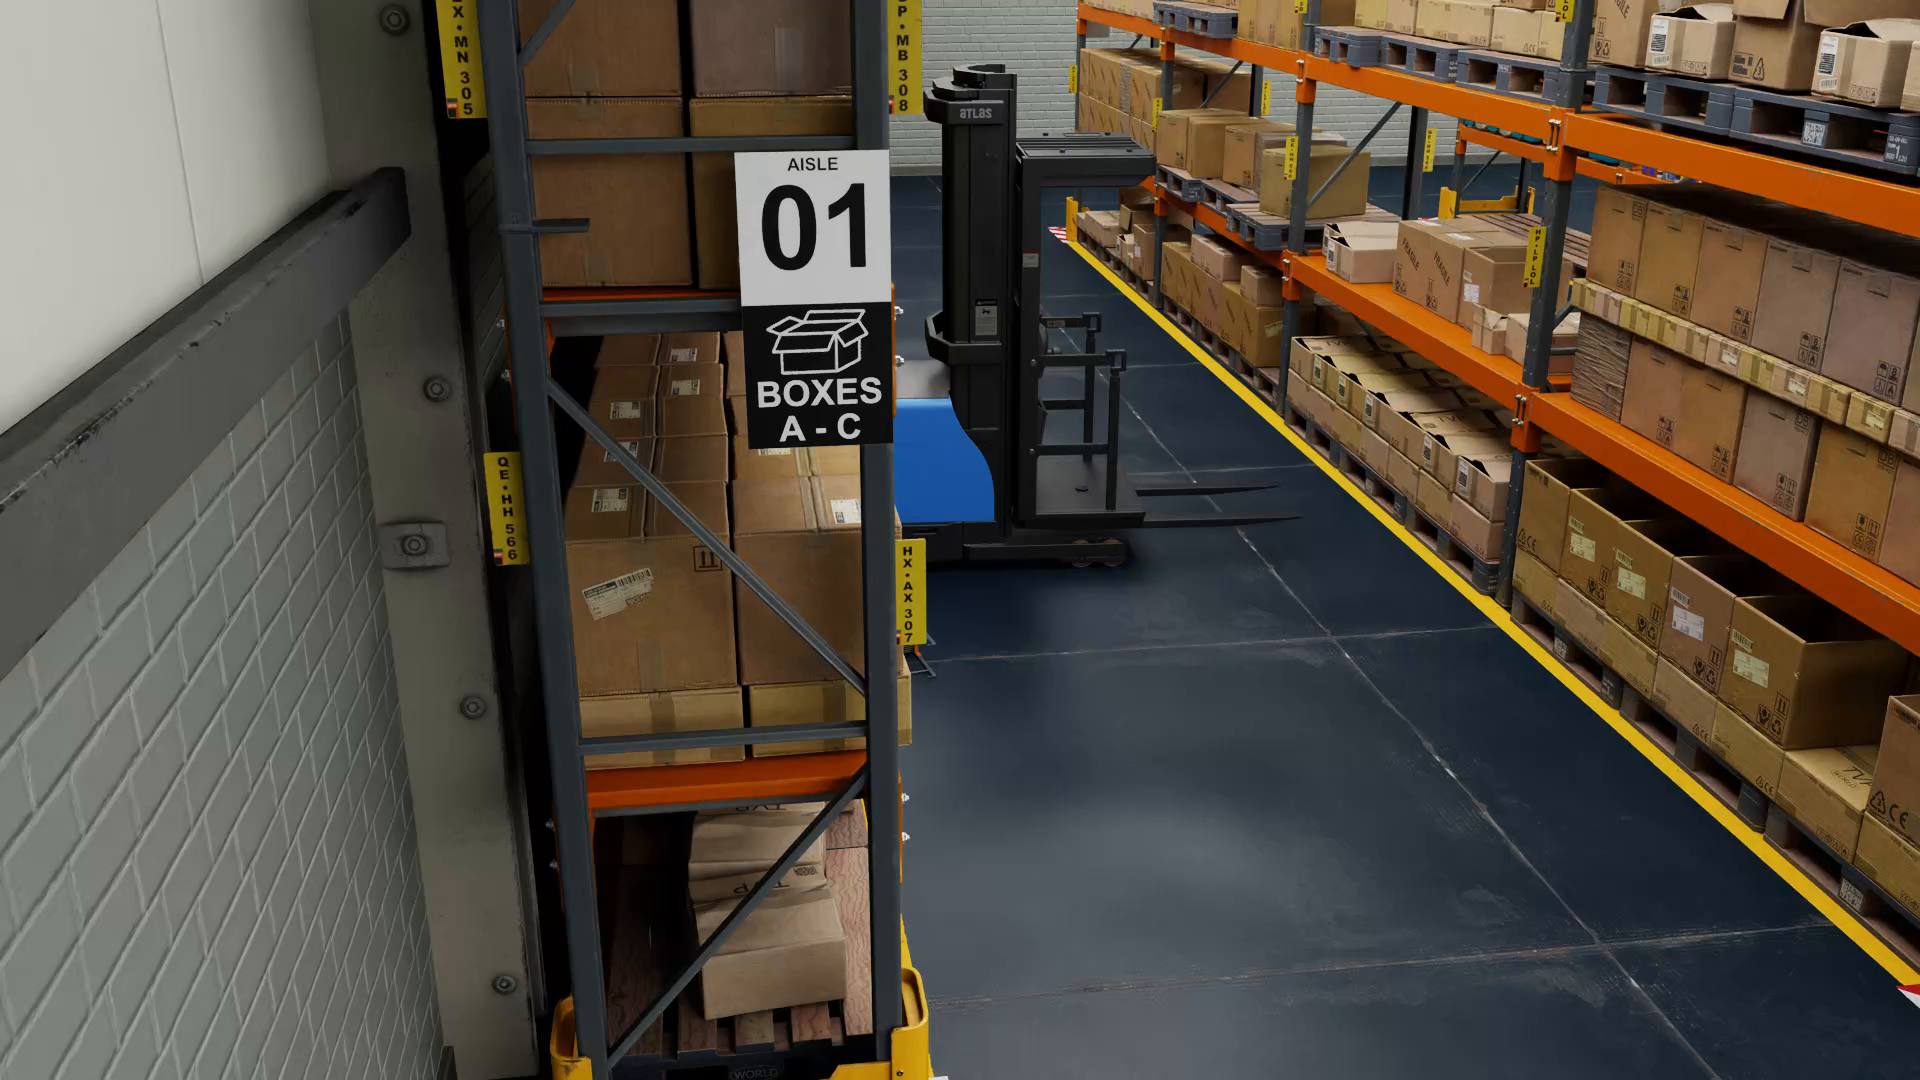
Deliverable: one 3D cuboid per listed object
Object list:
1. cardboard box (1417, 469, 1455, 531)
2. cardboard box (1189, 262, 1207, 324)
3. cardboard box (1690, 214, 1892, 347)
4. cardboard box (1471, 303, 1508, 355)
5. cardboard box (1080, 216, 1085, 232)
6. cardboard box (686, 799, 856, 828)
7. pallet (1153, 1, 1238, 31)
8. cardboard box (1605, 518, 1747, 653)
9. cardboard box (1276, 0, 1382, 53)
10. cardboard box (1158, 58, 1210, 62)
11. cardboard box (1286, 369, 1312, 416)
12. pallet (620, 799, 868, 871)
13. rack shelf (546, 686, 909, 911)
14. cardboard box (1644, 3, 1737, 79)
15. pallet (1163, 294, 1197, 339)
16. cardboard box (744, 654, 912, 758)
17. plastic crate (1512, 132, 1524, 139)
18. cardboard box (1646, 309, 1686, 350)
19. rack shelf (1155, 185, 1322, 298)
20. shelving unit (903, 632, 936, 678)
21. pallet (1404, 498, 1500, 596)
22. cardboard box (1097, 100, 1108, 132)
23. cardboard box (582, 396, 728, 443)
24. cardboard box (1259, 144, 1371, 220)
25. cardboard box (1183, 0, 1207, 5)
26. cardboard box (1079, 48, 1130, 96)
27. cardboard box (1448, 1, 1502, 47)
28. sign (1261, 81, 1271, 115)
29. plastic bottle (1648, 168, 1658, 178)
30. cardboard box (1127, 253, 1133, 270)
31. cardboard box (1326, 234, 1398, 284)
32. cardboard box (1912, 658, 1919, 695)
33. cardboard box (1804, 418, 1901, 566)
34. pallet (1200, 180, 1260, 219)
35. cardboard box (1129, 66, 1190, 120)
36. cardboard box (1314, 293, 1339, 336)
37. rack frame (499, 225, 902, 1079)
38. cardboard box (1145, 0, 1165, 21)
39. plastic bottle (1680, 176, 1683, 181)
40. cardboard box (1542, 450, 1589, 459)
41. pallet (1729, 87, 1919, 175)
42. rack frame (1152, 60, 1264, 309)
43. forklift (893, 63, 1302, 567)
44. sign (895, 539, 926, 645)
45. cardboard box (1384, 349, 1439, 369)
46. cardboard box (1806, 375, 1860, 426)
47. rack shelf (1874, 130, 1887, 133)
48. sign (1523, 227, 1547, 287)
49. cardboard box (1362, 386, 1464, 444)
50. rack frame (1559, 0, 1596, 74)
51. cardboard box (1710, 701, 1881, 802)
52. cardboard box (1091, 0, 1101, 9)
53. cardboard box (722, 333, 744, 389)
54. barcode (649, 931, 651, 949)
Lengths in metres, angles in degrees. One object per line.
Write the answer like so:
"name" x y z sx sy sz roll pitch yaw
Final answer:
"cardboard box" 3.223 -0.264 10.467 0.500 0.250 0.500 -3 21 -9
"cardboard box" 2.468 -2.319 15.582 0.500 0.500 0.500 -3 21 -7
"cardboard box" 3.856 -1.205 7.657 0.700 0.500 0.500 -3 21 -8
"cardboard box" 3.332 -1.284 10.058 0.396 0.266 0.258 -3 21 -9
"cardboard box" 1.667 -3.836 20.121 0.380 0.166 0.250 -3 21 -8
"cardboard box" -0.834 0.851 7.093 0.700 0.500 0.500 -4 21 -11
"pallet" 2.512 -4.909 15.555 1.213 0.211 1.003 -3 21 -8
"cardboard box" 3.542 0.211 8.122 0.500 0.500 0.500 -3 21 -8
"cardboard box" 2.967 -4.038 12.810 0.910 0.500 0.500 -3 21 -8
"cardboard box" 2.474 -5.049 18.376 0.500 0.500 0.500 -2 21 -6
"cardboard box" 2.849 -1.149 12.835 0.500 0.250 0.500 -3 21 -8
"pallet" -0.950 1.160 7.309 1.003 0.211 1.213 -3 21 -8
"rack shelf" -0.973 0.229 6.844 1.077 0.370 4.000 -3 21 -8
"cardboard box" 3.530 -2.303 7.634 0.500 0.311 0.500 -4 21 -11
"pallet" 2.642 -2.235 16.400 1.003 0.211 1.213 -3 21 -8
"cardboard box" -0.441 0.460 5.382 0.500 0.250 0.500 -4 21 -9
"plastic crate" 6.712 -4.847 19.559 0.416 0.233 0.300 -3 21 -8
"cardboard box" 3.602 -1.033 8.124 0.380 0.149 0.250 -3 21 -8
"rack shelf" 2.775 -2.792 14.932 1.077 0.370 4.000 -3 21 -8
"shelving unit" -0.434 0.450 9.232 0.258 0.189 1.200 -7 21 -18
"pallet" 3.495 0.002 10.410 1.003 0.211 1.213 -3 21 -8
"cardboard box" 1.863 -4.734 18.961 0.500 0.500 0.500 -3 21 -8
"cardboard box" -1.104 -0.212 6.111 0.500 0.500 0.500 -3 21 -9
"cardboard box" 2.861 -2.892 13.430 0.700 0.500 0.500 -10 23 -26
"cardboard box" 2.487 -5.339 15.550 0.600 0.600 0.600 -5 21 -13
"cardboard box" 1.714 -5.555 19.729 0.500 0.500 0.500 -2 21 -6
"cardboard box" 3.425 -3.248 10.453 0.500 0.250 0.500 -5 21 -12
"sign" 3.036 -4.393 16.536 0.100 0.325 0.005 -3 21 -8
"plastic bottle" 7.039 -3.821 16.825 0.061 0.283 0.133 -3 21 -8
"cardboard box" 2.011 -3.002 17.912 0.380 0.149 0.250 -3 21 -8
"cardboard box" 3.001 -2.075 12.113 0.500 0.311 0.500 -3 21 -8
"cardboard box" 4.286 0.703 6.803 0.500 0.500 0.500 -3 21 -8
"cardboard box" 4.016 -0.230 6.901 0.700 0.500 0.500 -3 21 -7
"pallet" 2.779 -3.020 14.788 1.003 0.211 1.213 -3 21 -8
"cardboard box" 2.081 -4.676 17.377 0.500 0.500 0.500 -3 21 -9
"cardboard box" 3.200 -1.825 14.258 0.500 0.500 0.500 -4 21 -10
"rack frame" -0.685 0.584 4.864 1.000 3.000 0.127 -3 21 -8
"cardboard box" 2.154 -5.311 16.577 0.500 0.250 0.500 -3 21 -8
"plastic bottle" 7.135 -3.596 16.340 0.097 0.201 0.097 0 20 0
"cardboard box" 3.827 -0.379 9.971 0.500 0.311 0.500 -3 21 -8
"pallet" 3.961 -1.700 6.820 1.003 0.211 1.213 -3 21 -8
"rack frame" 2.487 -3.821 16.661 1.000 3.000 0.127 -3 21 -8
"forklift" 0.623 -1.389 10.245 3.031 2.935 1.130 -1 21 -4
"sign" -0.148 0.152 4.786 0.100 0.325 0.005 -3 21 -8
"cardboard box" 3.464 -1.259 12.329 0.500 0.311 0.500 -3 21 -9
"cardboard box" 3.785 -0.588 6.934 0.380 0.149 0.250 -2 21 -6
"rack shelf" 12.002 -4.675 19.975 1.077 0.370 4.000 -3 21 -8
"sign" 3.105 -1.526 8.974 0.100 0.325 0.005 -3 21 -8
"cardboard box" 3.079 -0.876 11.302 0.500 0.311 0.500 -3 21 -8
"rack frame" 3.640 -3.862 8.195 1.000 3.000 0.127 -3 21 -8
"cardboard box" 3.689 0.908 7.327 0.500 0.250 0.500 -3 21 -8
"cardboard box" 1.792 -6.177 18.894 0.500 0.250 0.500 -3 21 -8
"cardboard box" -0.747 -0.595 7.137 0.500 0.500 0.500 -4 21 -9
"barcode" -1.094 1.404 5.872 0.001 0.075 0.075 -3 21 -8
